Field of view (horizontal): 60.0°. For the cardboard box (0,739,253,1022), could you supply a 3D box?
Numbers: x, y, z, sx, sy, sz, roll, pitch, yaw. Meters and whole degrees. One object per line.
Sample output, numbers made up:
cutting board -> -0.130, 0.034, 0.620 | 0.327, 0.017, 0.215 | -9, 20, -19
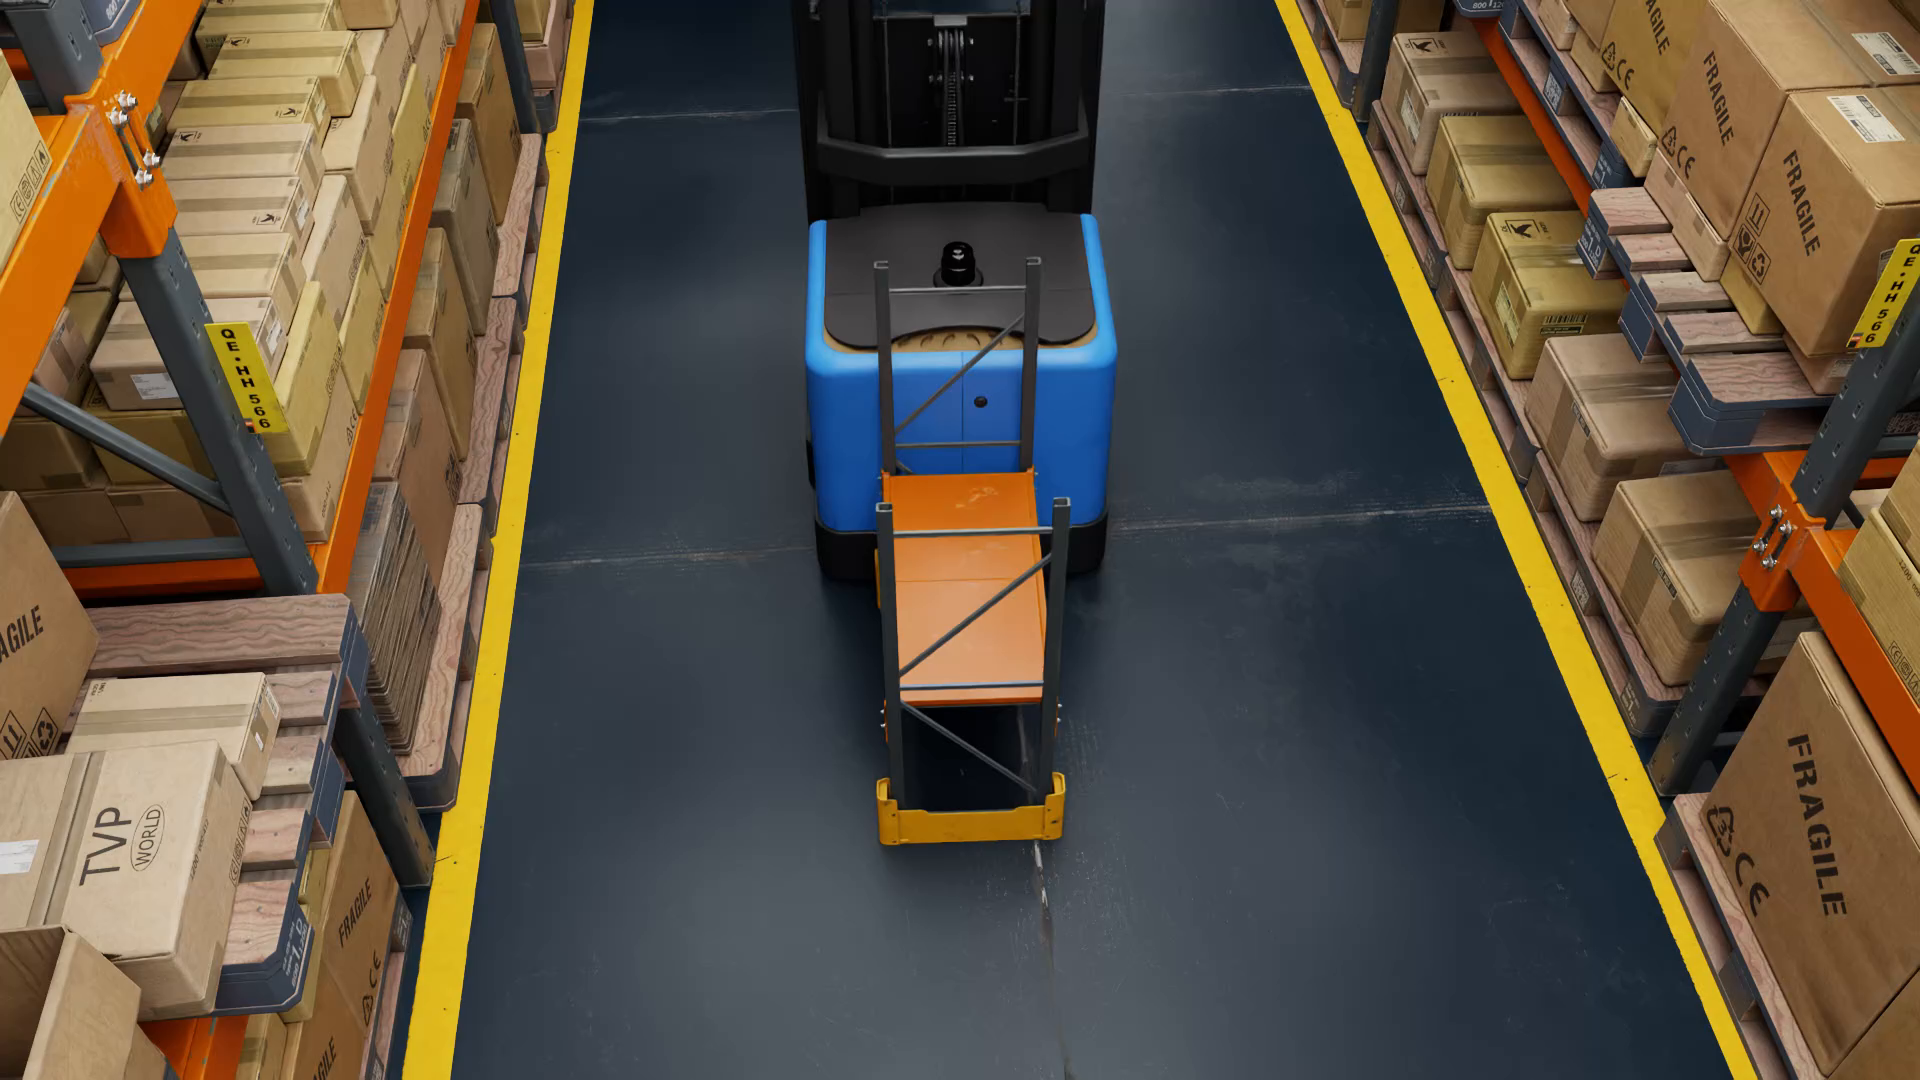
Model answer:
cardboard box -> -1.753, 0.696, 3.339 | 0.500, 0.250, 0.500 | -5, 47, -5

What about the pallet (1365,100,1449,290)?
pallet -> 2.514, -1.631, 7.649 | 1.003, 0.211, 1.213 | -3, 47, -3

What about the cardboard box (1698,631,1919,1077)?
cardboard box -> 2.758, 0.832, 4.570 | 0.875, 0.875, 0.875 | -4, 47, -4

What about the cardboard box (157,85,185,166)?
cardboard box -> -2.562, -1.116, 5.000 | 0.500, 0.250, 0.500 | -4, 47, -4

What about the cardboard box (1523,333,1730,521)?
cardboard box -> 2.675, -0.443, 6.124 | 0.950, 0.372, 0.625 | -4, 47, -4

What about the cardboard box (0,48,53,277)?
cardboard box -> -1.879, -0.578, 2.769 | 0.500, 0.250, 0.500 | -5, 47, -5

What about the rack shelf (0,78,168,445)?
rack shelf -> -1.996, 0.708, 1.943 | 1.077, 0.370, 4.000 | -3, 47, -3

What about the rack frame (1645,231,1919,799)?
rack frame -> 2.782, -0.259, 4.429 | 1.000, 3.000, 0.127 | -3, 47, -3

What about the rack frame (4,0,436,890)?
rack frame -> -2.163, 0.045, 4.141 | 1.000, 3.000, 0.127 | -3, 47, -3

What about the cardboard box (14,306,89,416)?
cardboard box -> -2.392, -0.435, 4.081 | 0.380, 0.149, 0.250 | -2, 47, -2

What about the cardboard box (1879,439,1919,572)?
cardboard box -> 2.579, 0.002, 3.941 | 0.500, 0.250, 0.500 | -4, 47, -4

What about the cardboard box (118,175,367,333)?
cardboard box -> -1.998, -0.773, 4.675 | 0.500, 0.250, 0.500 | -2, 47, -2

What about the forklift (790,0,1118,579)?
forklift -> -0.051, -1.927, 6.056 | 1.130, 2.935, 3.031 | -2, 47, -2

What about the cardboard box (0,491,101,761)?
cardboard box -> -2.276, 0.248, 3.591 | 0.500, 0.500, 0.500 | -2, 47, -1

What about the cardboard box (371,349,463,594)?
cardboard box -> -2.265, -0.207, 5.726 | 0.875, 0.625, 0.625 | -2, 47, -2

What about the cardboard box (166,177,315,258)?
cardboard box -> -1.967, -0.838, 4.462 | 0.380, 0.149, 0.250 | -2, 47, -2

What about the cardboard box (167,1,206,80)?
cardboard box -> -2.540, -1.545, 5.132 | 0.380, 0.149, 0.250 | -2, 47, -2

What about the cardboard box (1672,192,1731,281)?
cardboard box -> 2.360, -0.909, 4.929 | 0.380, 0.149, 0.250 | -4, 47, -4

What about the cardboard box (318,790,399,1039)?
cardboard box -> -1.914, 1.053, 4.619 | 0.500, 0.500, 0.500 | -2, 47, -2

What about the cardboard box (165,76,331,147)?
cardboard box -> -2.053, -1.206, 4.811 | 0.380, 0.149, 0.250 | -3, 47, -3

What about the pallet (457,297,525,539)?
pallet -> -2.293, -0.475, 6.554 | 1.003, 0.211, 1.213 | -3, 47, -3

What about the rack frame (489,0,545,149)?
rack frame -> -2.498, -2.849, 6.882 | 1.000, 3.000, 0.127 | -3, 47, -3

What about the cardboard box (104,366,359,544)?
cardboard box -> -1.957, -0.239, 4.514 | 0.500, 0.250, 0.500 | -3, 47, -3

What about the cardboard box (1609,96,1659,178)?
cardboard box -> 2.310, -1.290, 5.290 | 0.380, 0.149, 0.250 | -3, 47, -3

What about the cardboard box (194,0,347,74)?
cardboard box -> -2.133, -1.576, 5.161 | 0.380, 0.149, 0.250 | -3, 47, -3

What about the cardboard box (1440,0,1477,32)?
cardboard box -> 2.667, -2.795, 8.436 | 0.500, 0.250, 0.500 | -5, 47, -5

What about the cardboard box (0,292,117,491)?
cardboard box -> -2.478, -0.383, 4.306 | 0.500, 0.250, 0.500 | -3, 47, -2

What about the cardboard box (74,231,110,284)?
cardboard box -> -2.487, -0.809, 4.434 | 0.380, 0.149, 0.250 | -4, 47, -3

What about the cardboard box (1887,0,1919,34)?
cardboard box -> 2.925, -1.256, 4.811 | 0.500, 0.500, 0.500 | -1, 47, -1

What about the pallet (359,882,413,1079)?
pallet -> -2.139, 1.547, 4.640 | 1.003, 0.211, 1.213 | -3, 47, -3

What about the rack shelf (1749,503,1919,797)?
rack shelf -> 2.950, 1.435, 3.320 | 1.077, 0.370, 4.000 | -3, 47, -3

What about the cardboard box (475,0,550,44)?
cardboard box -> -2.231, -2.588, 7.896 | 0.500, 0.250, 0.500 | -4, 47, -3

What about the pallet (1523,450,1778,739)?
pallet -> 2.719, 0.134, 5.977 | 1.003, 0.211, 1.213 | -3, 47, -3

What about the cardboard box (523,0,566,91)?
cardboard box -> -2.209, -2.418, 8.078 | 0.500, 0.250, 0.500 | -3, 47, -3

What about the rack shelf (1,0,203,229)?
rack shelf -> -2.331, -2.186, 4.684 | 1.077, 0.370, 4.000 | -3, 47, -3

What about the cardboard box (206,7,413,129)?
cardboard box -> -2.092, -1.521, 5.384 | 0.500, 0.250, 0.500 | -3, 47, -3

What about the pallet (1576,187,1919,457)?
pallet -> 2.617, -0.702, 4.981 | 1.213, 0.211, 1.003 | -3, 47, -3

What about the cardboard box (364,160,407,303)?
cardboard box -> -2.044, -0.976, 5.211 | 0.500, 0.250, 0.500 | -5, 47, -5

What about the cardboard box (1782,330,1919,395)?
cardboard box -> 2.521, -0.540, 4.579 | 0.380, 0.149, 0.250 | -2, 47, -2

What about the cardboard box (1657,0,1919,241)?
cardboard box -> 2.413, -1.226, 4.782 | 0.500, 0.500, 0.500 | -4, 47, -4

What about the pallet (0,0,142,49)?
pallet -> -2.309, -1.407, 3.581 | 1.213, 0.211, 1.003 | -2, 47, -1

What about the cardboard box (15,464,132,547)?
cardboard box -> -2.456, -0.213, 4.489 | 0.500, 0.250, 0.500 | -4, 47, -4

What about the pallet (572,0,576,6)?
pallet -> -2.628, -3.353, 9.280 | 1.003, 0.211, 1.213 | -3, 47, -3

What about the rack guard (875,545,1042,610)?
rack guard -> -0.006, 0.131, 5.954 | 0.587, 0.250, 0.087 | -2, 47, -2

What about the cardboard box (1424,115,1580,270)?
cardboard box -> 2.558, -1.495, 7.120 | 0.950, 0.372, 0.625 | -1, 47, -1

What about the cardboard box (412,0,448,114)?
cardboard box -> -2.137, -1.724, 5.920 | 0.500, 0.250, 0.500 | -3, 47, -3

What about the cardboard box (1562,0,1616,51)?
cardboard box -> 2.325, -1.986, 5.502 | 0.500, 0.500, 0.500 | -5, 47, -5

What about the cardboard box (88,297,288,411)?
cardboard box -> -1.897, -0.461, 4.105 | 0.380, 0.149, 0.250 | -2, 47, -2

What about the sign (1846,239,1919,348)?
sign -> 2.243, -0.590, 4.000 | 0.100, 0.325, 0.005 | -3, 47, -3

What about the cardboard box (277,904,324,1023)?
cardboard box -> -1.816, 1.075, 4.152 | 0.380, 0.149, 0.250 | -6, 47, -5

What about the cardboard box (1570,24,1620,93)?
cardboard box -> 2.312, -1.656, 5.636 | 0.380, 0.149, 0.250 | -5, 47, -5

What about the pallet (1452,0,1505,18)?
pallet -> 2.367, -2.525, 6.708 | 1.003, 0.211, 1.213 | -3, 47, -3

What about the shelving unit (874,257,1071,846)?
shelving unit -> 0.014, 0.062, 5.158 | 0.587, 1.500, 1.083 | -2, 47, -2

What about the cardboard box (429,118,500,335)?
cardboard box -> -2.386, -1.238, 6.703 | 0.875, 0.625, 0.625 | -4, 47, -4

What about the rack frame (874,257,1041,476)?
rack frame -> -0.007, -0.313, 5.514 | 0.500, 1.500, 0.032 | -2, 47, -2
